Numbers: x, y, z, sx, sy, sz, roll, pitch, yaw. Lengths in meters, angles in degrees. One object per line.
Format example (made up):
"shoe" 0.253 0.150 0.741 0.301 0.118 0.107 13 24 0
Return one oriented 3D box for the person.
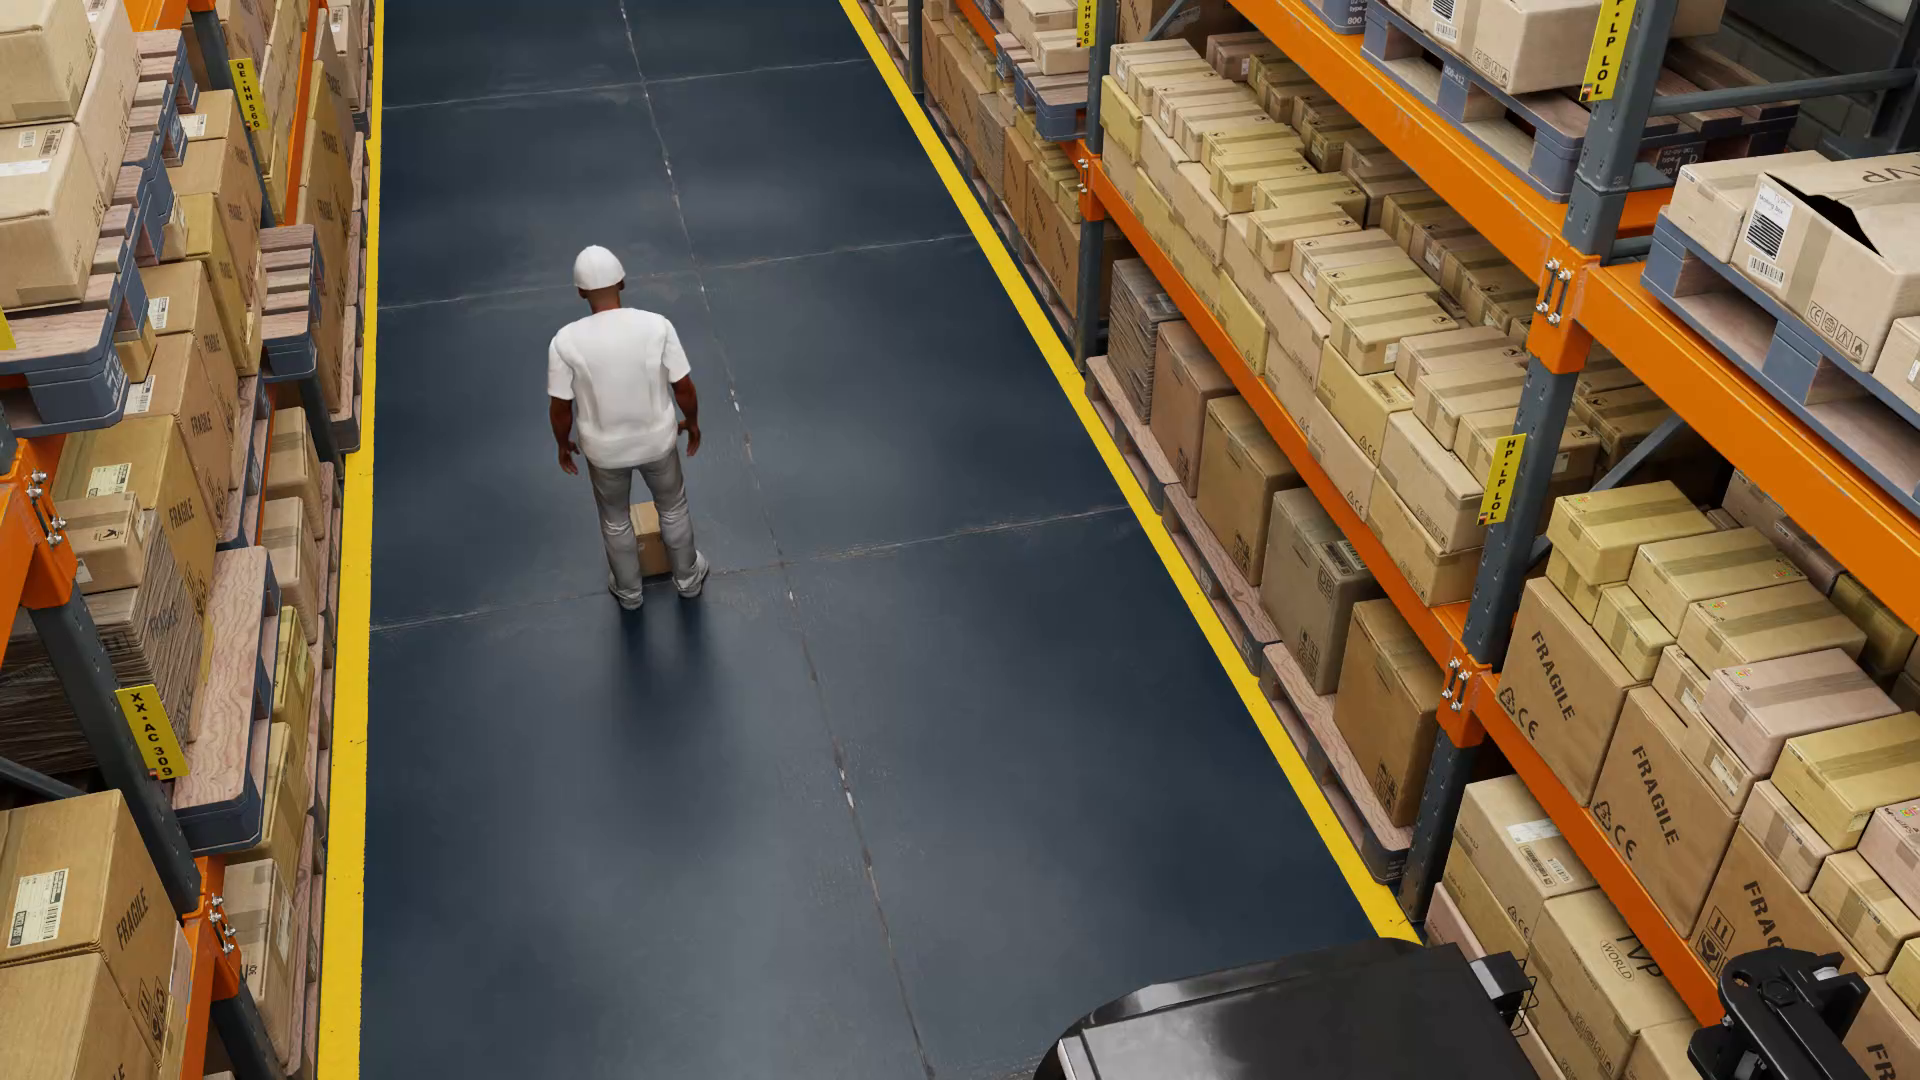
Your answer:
"person" -1.454 -0.464 7.294 0.632 1.760 0.463 -10 39 -12
